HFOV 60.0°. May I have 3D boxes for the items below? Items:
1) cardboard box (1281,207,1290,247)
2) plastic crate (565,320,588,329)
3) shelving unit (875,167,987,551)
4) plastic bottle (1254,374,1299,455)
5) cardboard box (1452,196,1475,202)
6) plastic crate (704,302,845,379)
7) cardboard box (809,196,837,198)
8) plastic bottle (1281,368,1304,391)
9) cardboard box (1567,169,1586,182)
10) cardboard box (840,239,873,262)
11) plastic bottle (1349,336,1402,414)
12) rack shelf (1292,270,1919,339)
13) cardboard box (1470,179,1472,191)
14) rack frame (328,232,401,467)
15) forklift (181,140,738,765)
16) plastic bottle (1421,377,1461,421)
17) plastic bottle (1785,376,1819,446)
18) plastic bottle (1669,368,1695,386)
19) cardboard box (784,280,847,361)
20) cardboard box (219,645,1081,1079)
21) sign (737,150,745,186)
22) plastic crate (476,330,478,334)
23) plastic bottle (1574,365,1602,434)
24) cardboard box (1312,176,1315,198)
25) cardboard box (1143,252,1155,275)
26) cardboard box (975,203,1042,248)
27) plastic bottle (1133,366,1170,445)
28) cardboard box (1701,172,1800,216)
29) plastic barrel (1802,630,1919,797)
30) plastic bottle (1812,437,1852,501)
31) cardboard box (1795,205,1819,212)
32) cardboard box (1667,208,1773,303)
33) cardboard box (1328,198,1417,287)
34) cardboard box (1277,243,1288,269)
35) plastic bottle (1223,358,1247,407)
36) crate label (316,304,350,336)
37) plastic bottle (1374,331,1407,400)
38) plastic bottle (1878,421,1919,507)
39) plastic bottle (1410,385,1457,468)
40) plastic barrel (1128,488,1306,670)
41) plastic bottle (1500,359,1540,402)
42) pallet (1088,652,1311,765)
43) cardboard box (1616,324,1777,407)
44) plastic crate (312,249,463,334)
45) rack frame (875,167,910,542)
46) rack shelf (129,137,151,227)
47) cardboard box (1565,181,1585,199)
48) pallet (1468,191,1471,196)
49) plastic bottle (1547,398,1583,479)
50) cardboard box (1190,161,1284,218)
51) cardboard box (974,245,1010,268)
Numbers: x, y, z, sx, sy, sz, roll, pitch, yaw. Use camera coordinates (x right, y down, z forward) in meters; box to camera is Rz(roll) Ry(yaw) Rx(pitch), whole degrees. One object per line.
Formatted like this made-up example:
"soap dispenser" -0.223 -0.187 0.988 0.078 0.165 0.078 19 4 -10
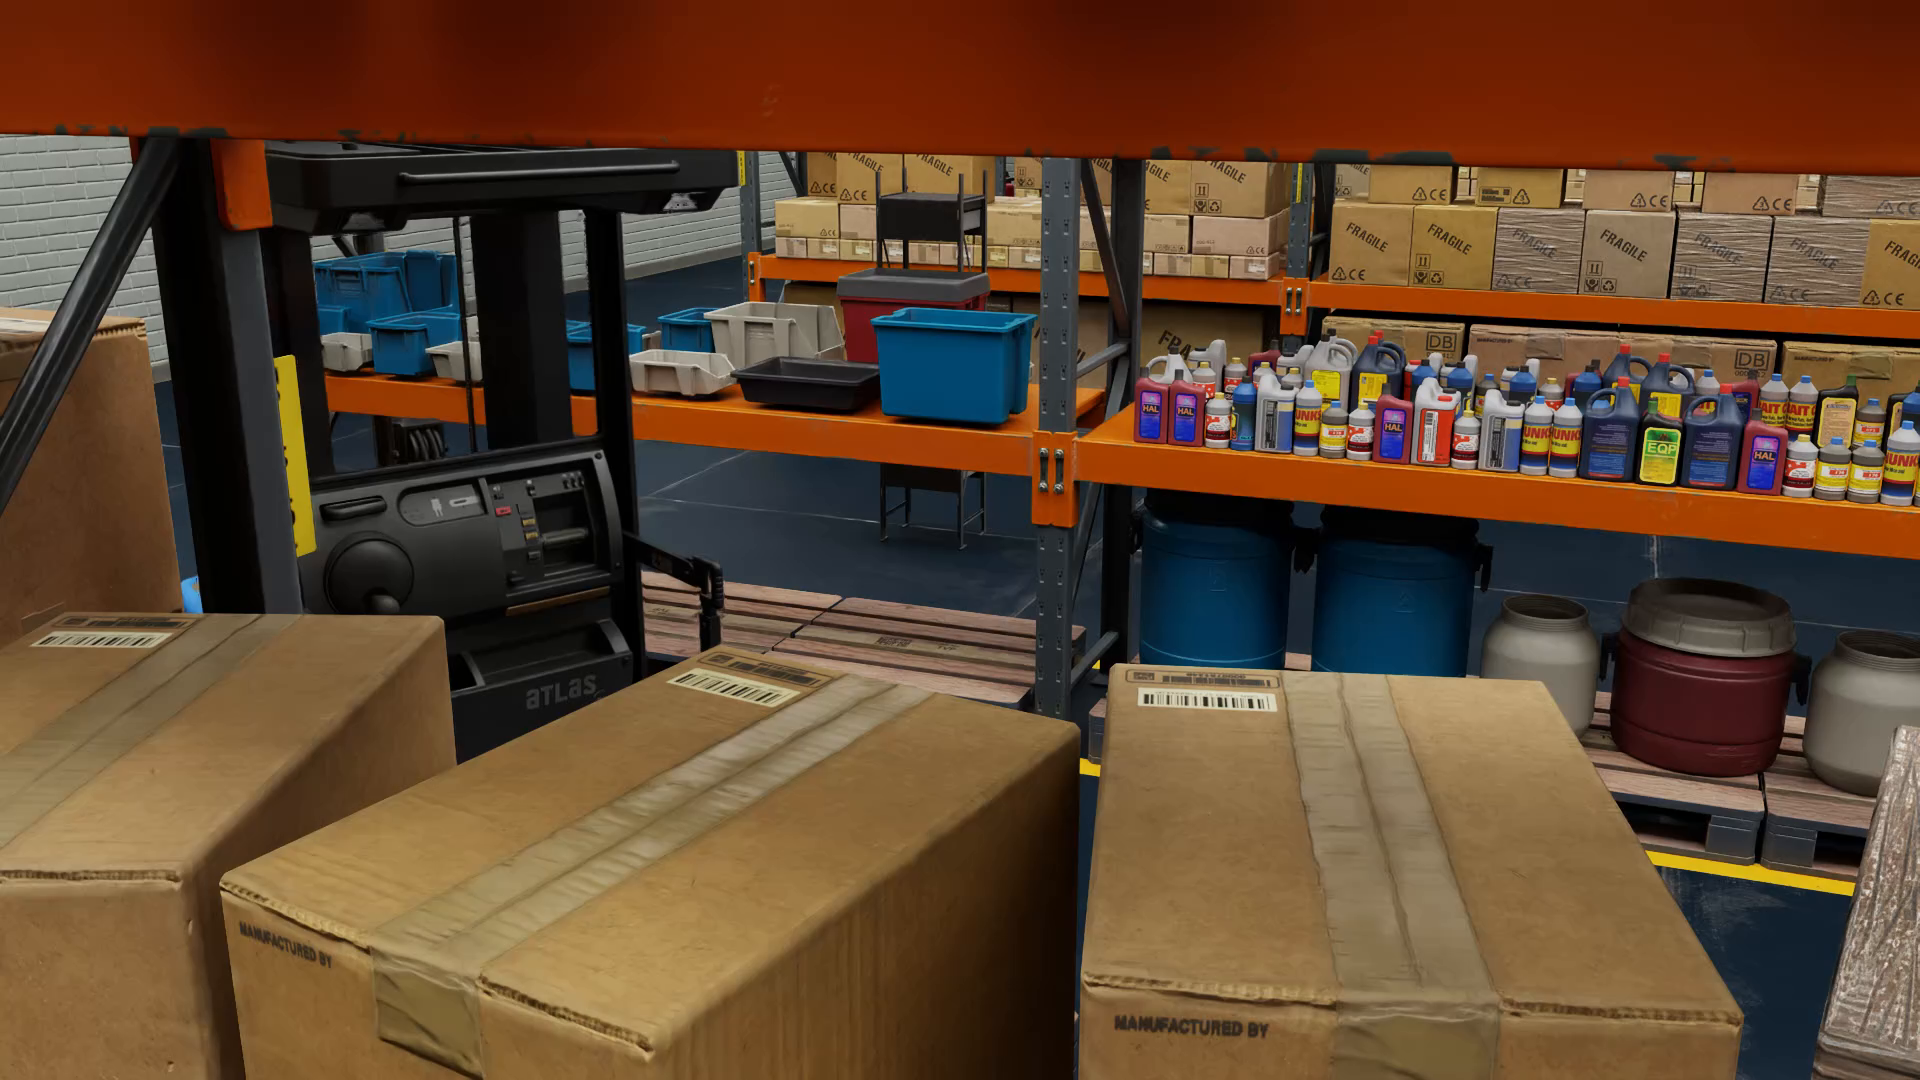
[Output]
"cardboard box" 2.015 -2.182 11.545 0.500 0.250 0.500 6 17 20
"plastic crate" -1.848 -0.823 7.320 0.300 0.233 0.416 6 17 21
"shelving unit" -0.154 -1.025 9.439 0.503 2.100 0.431 6 17 21
"plastic bottle" 1.170 -0.467 6.126 0.135 0.276 0.152 6 17 21
"cardboard box" 3.349 -2.014 11.051 0.500 0.500 0.500 7 18 22
"plastic crate" -0.814 -0.886 7.452 0.530 0.282 0.437 6 17 21
"cardboard box" -0.816 -2.494 12.621 0.500 0.250 0.500 6 17 20
"plastic bottle" 1.336 -0.587 6.672 0.097 0.201 0.097 0 16 0
"cardboard box" 5.444 -3.230 14.582 0.250 0.149 0.380 7 18 23
"cardboard box" -0.678 -2.110 12.011 0.250 0.149 0.380 6 17 19
"plastic bottle" 1.633 -0.621 6.522 0.185 0.351 0.144 6 17 21
"rack shelf" 4.217 -1.445 10.561 4.000 0.370 1.077 6 17 21
"cardboard box" 4.712 -3.363 15.575 0.250 0.149 0.380 6 17 19
"rack frame" -3.182 -1.120 8.151 0.127 3.000 1.000 6 17 21
"forklift" -1.252 -0.016 4.472 1.130 2.935 3.031 -13 21 -38
"plastic bottle" 1.747 -0.450 6.064 0.135 0.276 0.152 6 17 21
"plastic bottle" 3.109 -0.471 6.147 0.097 0.271 0.097 0 16 0
"plastic bottle" 2.686 -0.512 6.279 0.135 0.276 0.152 6 17 21
"cardboard box" -0.740 -1.541 12.659 0.875 0.875 0.875 6 17 21
"cardboard box" -0.260 0.484 1.692 0.500 0.500 0.700 9 19 29
"sign" -1.574 -2.715 11.950 0.005 0.325 0.100 6 17 21
"plastic crate" -2.093 -0.952 7.938 0.243 0.136 0.396 6 17 21
"plastic bottle" 2.394 -0.532 6.356 0.097 0.271 0.097 0 16 0
"cardboard box" 3.234 -3.492 15.608 0.500 0.500 0.500 6 17 19
"cardboard box" 1.235 -1.900 11.287 0.250 0.149 0.380 7 17 22
"cardboard box" 0.422 -2.200 11.608 0.500 0.250 0.500 6 17 20
"plastic bottle" 0.724 -0.506 6.247 0.133 0.283 0.061 6 17 21
"cardboard box" 4.798 -2.262 10.107 0.637 0.503 0.797 7 17 22
"plastic barrel" 3.241 0.611 5.896 0.421 0.512 0.421 0 16 0
"plastic bottle" 2.869 -0.237 5.465 0.097 0.201 0.097 0 16 0
"cardboard box" 5.244 -1.806 10.336 0.500 0.500 0.500 6 17 19
"cardboard box" 4.581 -1.725 10.056 0.500 0.500 0.500 6 17 19
"cardboard box" 2.693 -1.931 10.766 0.500 0.500 0.500 6 17 21
"cardboard box" 2.203 -1.991 11.602 0.250 0.149 0.380 6 17 21
"plastic bottle" 1.142 -0.654 6.902 0.097 0.201 0.097 0 16 0
"crate label" -3.073 -0.958 7.784 0.303 0.233 0.416 6 17 21
"plastic bottle" 1.686 -0.659 6.651 0.185 0.351 0.144 6 17 21
"plastic bottle" 3.050 -0.250 5.386 0.097 0.271 0.097 0 16 0
"plastic bottle" 1.691 -0.410 5.929 0.135 0.276 0.152 6 17 21
"plastic barrel" 1.039 0.156 6.768 0.708 0.901 0.600 6 17 21
"plastic bottle" 2.174 -0.568 6.473 0.135 0.276 0.152 6 17 21
"pallet" 1.242 0.718 6.821 1.213 0.211 1.003 6 17 21
"cardboard box" 4.617 -0.936 10.577 0.875 0.875 1.225 6 17 21
"plastic crate" -2.802 -1.180 8.186 0.499 0.435 0.616 6 17 21
"rack frame" -0.381 -1.050 9.525 0.015 2.100 0.400 6 17 21
"rack shelf" -3.142 -0.726 2.704 4.000 0.370 1.077 6 17 21
"cardboard box" 5.429 -3.087 14.625 0.250 0.149 0.380 5 17 18
"pallet" 4.928 -3.063 15.189 1.213 0.211 1.003 6 17 21
"plastic bottle" 2.095 -0.355 5.748 0.097 0.271 0.097 0 16 0
"cardboard box" 1.831 -2.404 10.964 0.500 0.500 0.500 7 18 22
"cardboard box" 0.276 -2.005 11.650 0.250 0.149 0.380 6 17 19
